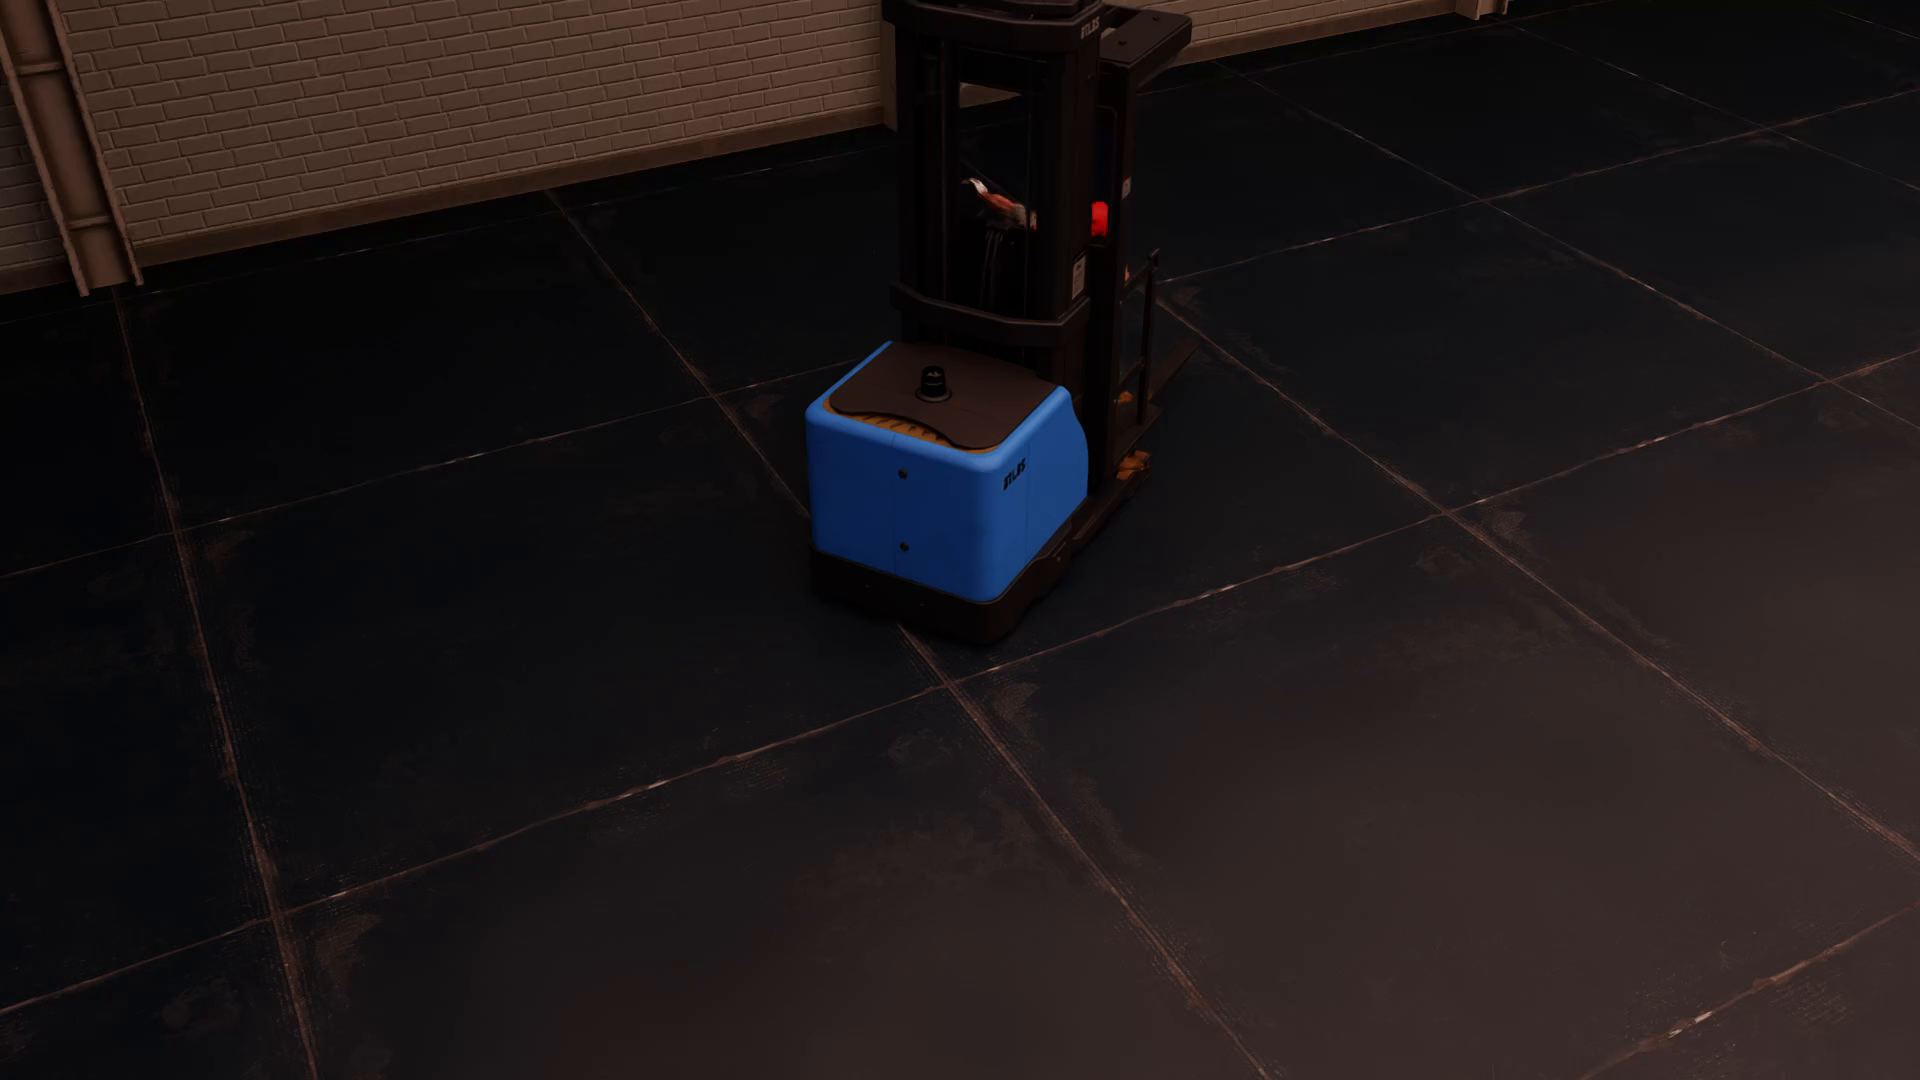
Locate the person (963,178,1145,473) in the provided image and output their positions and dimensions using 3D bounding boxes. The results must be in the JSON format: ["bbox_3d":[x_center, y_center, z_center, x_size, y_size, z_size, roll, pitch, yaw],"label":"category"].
[{"bbox_3d":[0.503,-1.245,8.993,0.761,1.413,1.368,-11,37,-16],"label":"person"}]

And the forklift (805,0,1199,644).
[{"bbox_3d":[0.413,-1.537,8.298,1.130,2.935,3.031,17,39,23],"label":"forklift"}]
